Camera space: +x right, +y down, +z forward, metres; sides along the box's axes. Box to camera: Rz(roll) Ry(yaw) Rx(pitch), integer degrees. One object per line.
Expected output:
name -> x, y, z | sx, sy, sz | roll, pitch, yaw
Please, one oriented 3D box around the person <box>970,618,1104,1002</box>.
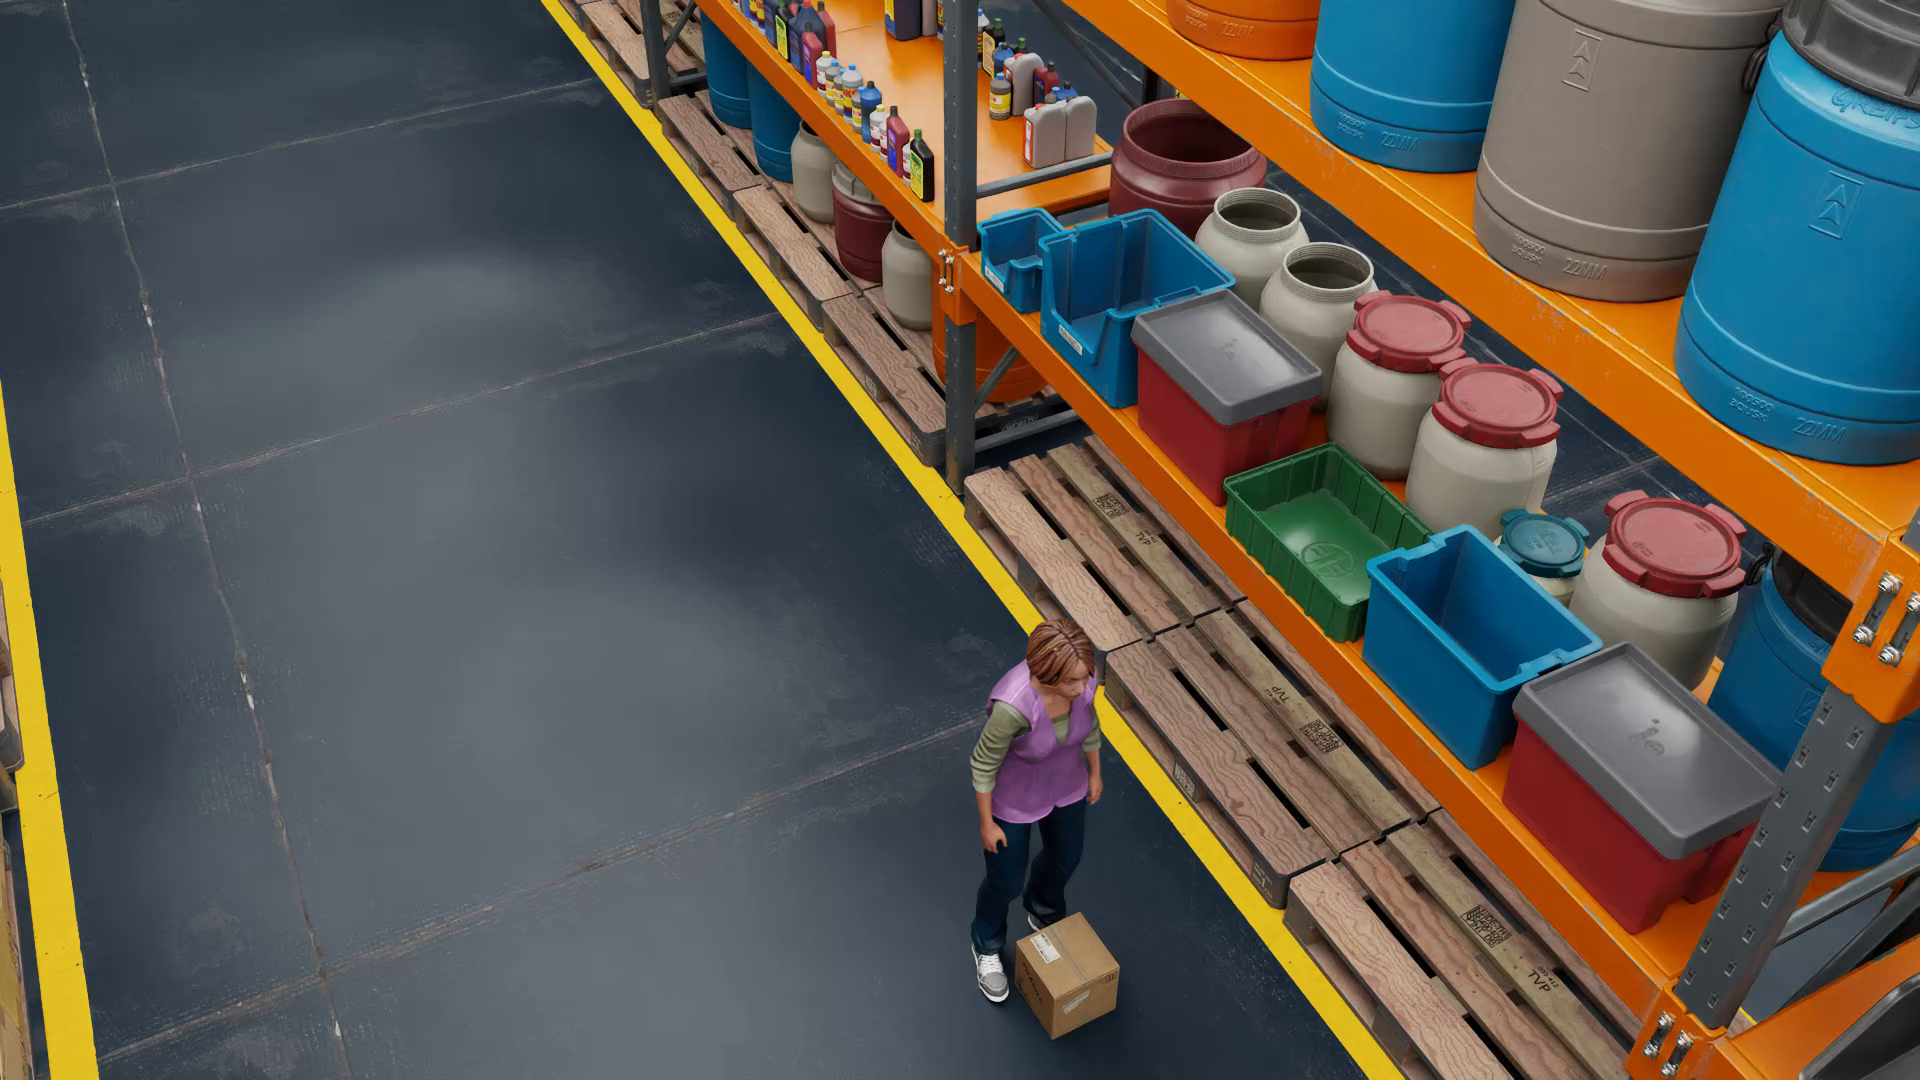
person -> 0.241, 0.815, 5.257 | 0.485, 1.593, 0.343 | -22, 46, -22
